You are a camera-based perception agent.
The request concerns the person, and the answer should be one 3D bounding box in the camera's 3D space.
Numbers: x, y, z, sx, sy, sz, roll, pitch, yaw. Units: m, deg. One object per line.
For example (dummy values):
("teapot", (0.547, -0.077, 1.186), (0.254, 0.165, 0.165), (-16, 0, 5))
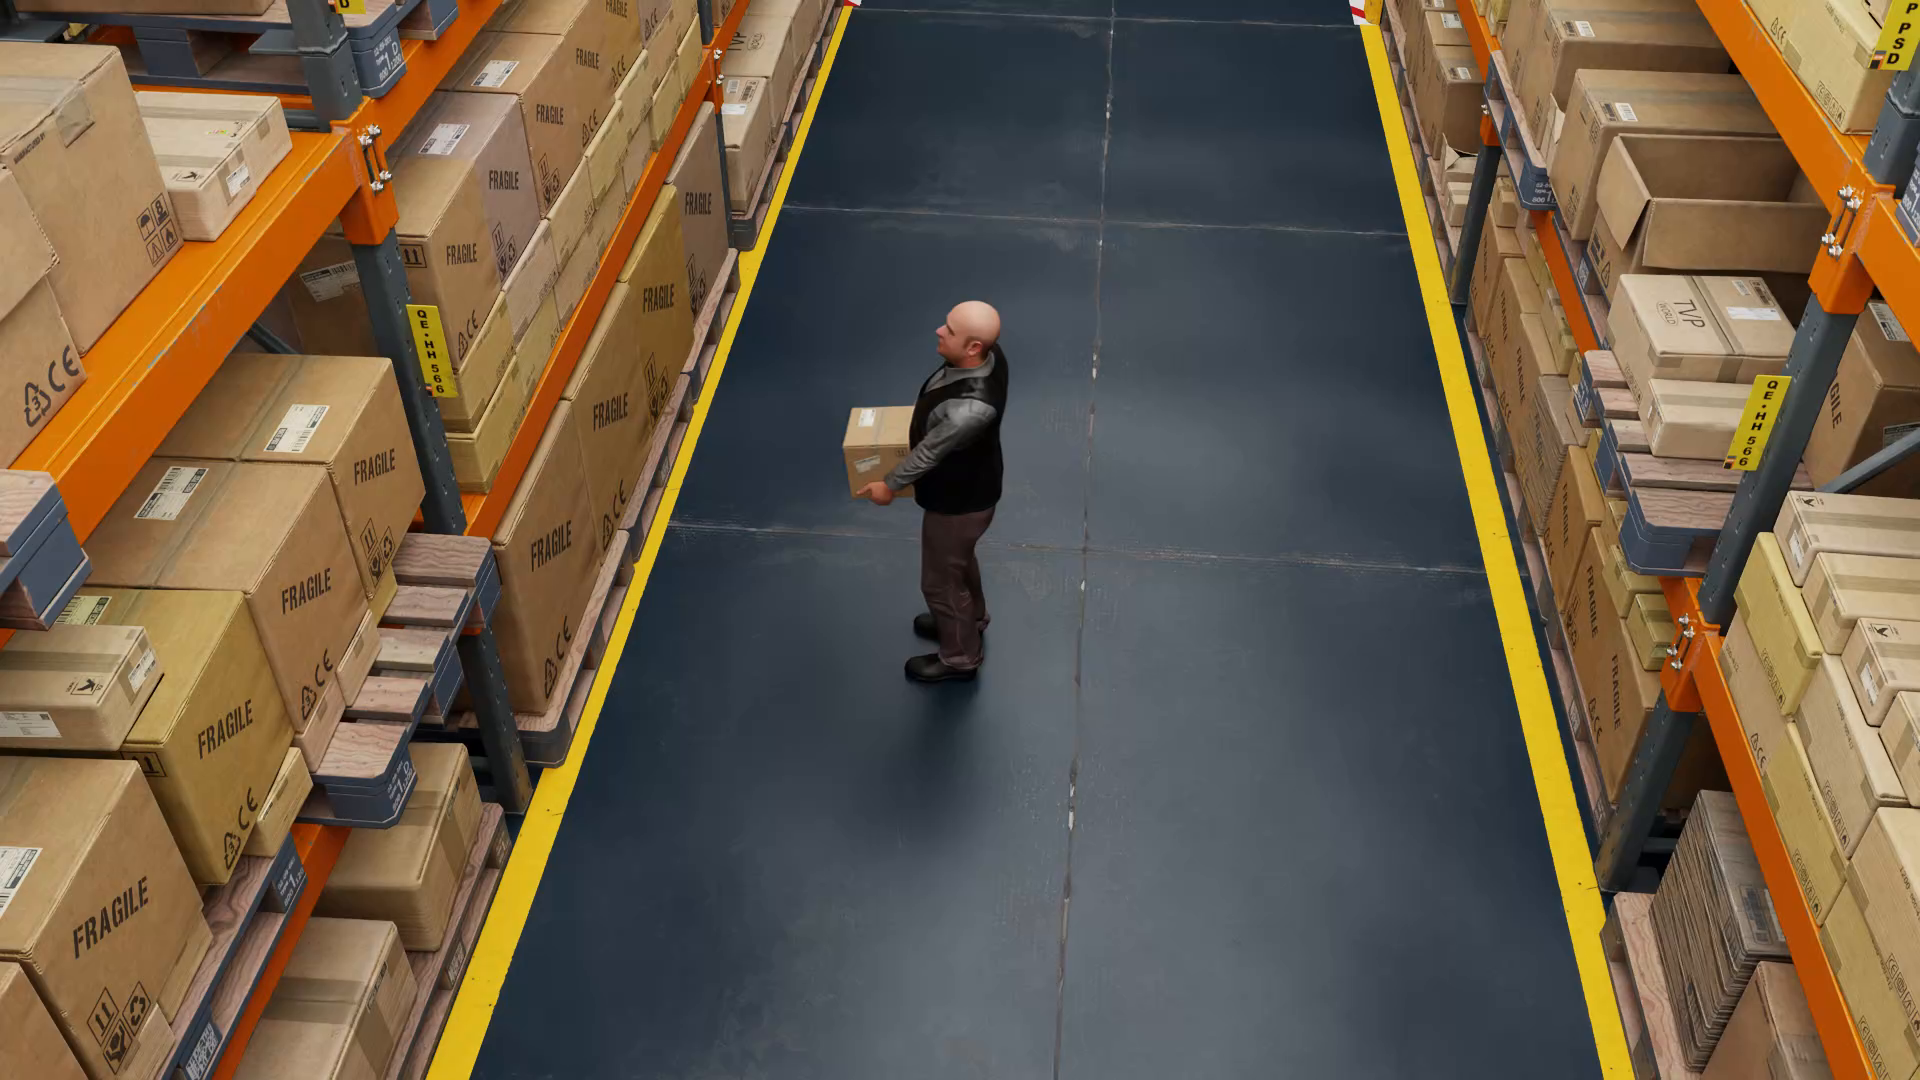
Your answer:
("person", (-0.104, -0.184, 6.403), (0.551, 1.711, 0.494), (3, 40, 4))
